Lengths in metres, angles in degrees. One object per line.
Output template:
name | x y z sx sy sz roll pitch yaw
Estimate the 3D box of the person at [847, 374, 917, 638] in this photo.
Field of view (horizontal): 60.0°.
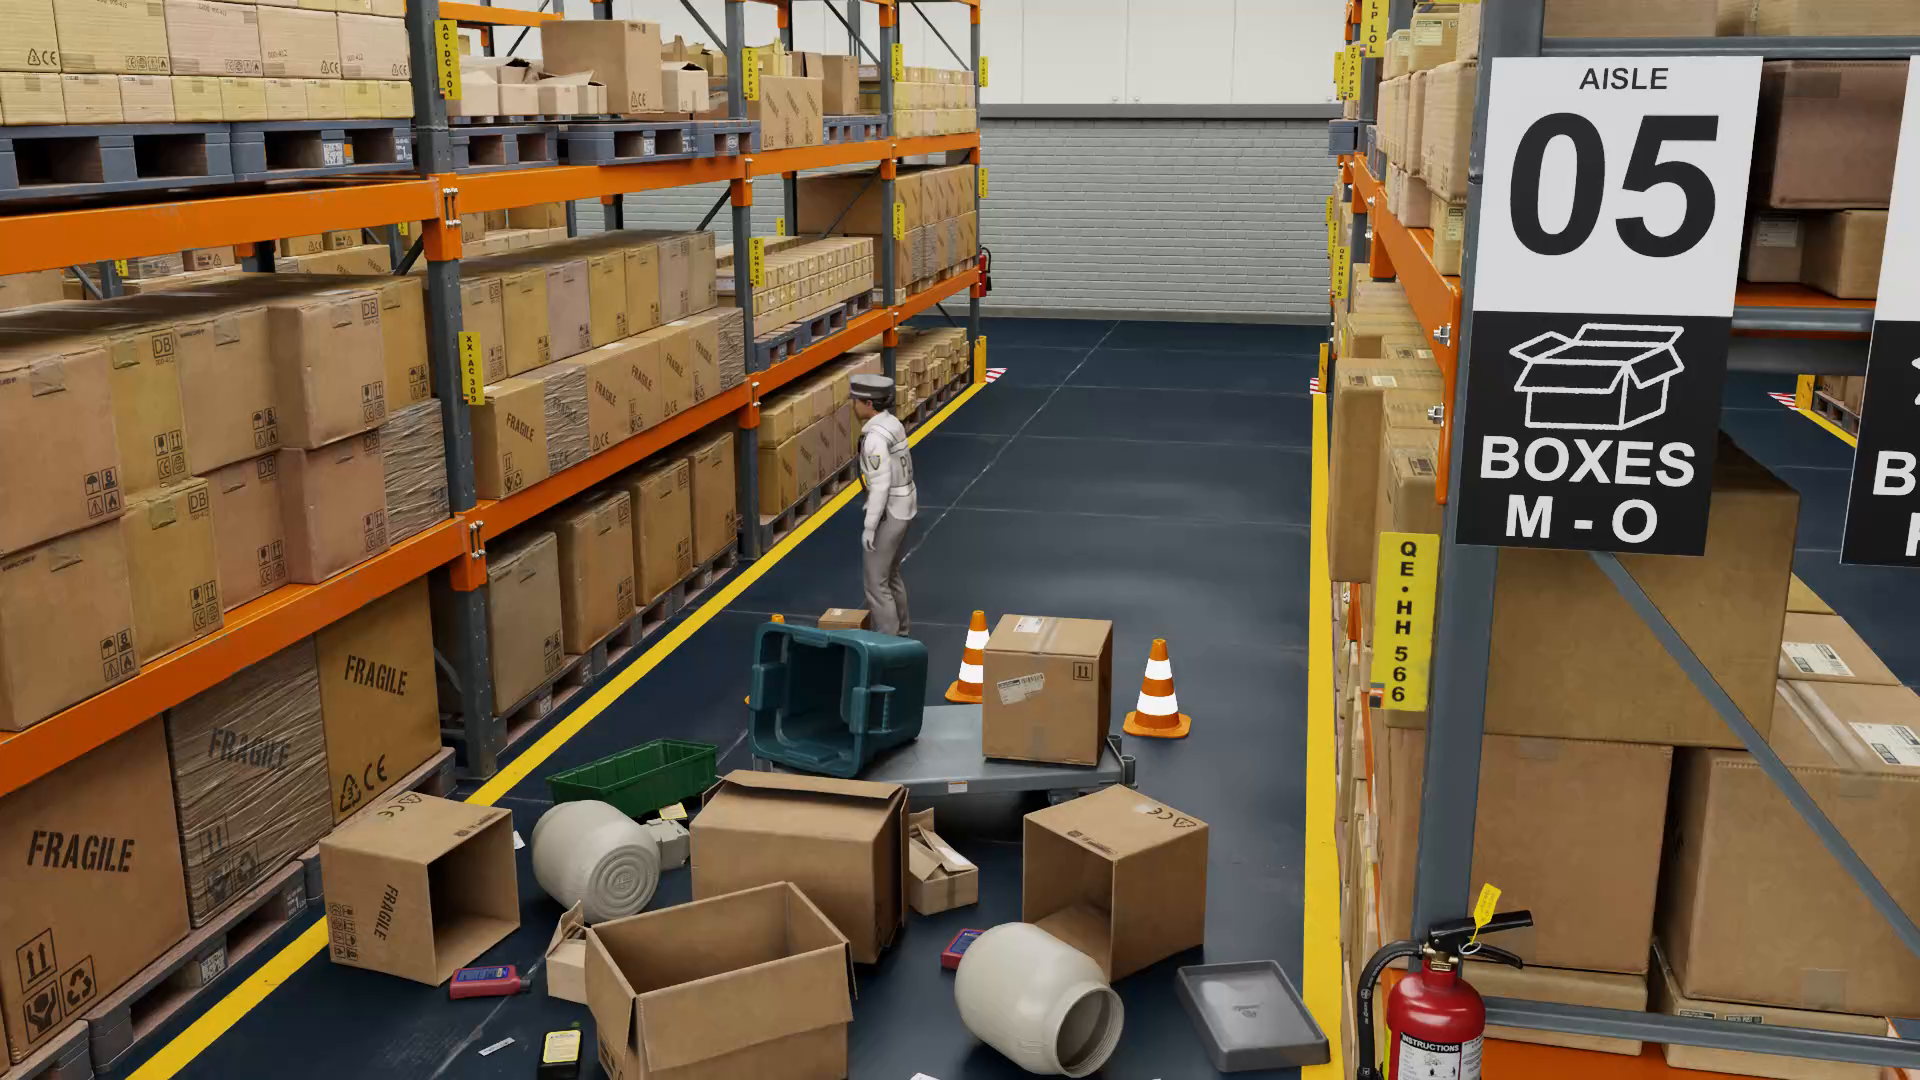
person | -0.439 -0.114 9.440 0.377 1.663 0.538 3 15 10
